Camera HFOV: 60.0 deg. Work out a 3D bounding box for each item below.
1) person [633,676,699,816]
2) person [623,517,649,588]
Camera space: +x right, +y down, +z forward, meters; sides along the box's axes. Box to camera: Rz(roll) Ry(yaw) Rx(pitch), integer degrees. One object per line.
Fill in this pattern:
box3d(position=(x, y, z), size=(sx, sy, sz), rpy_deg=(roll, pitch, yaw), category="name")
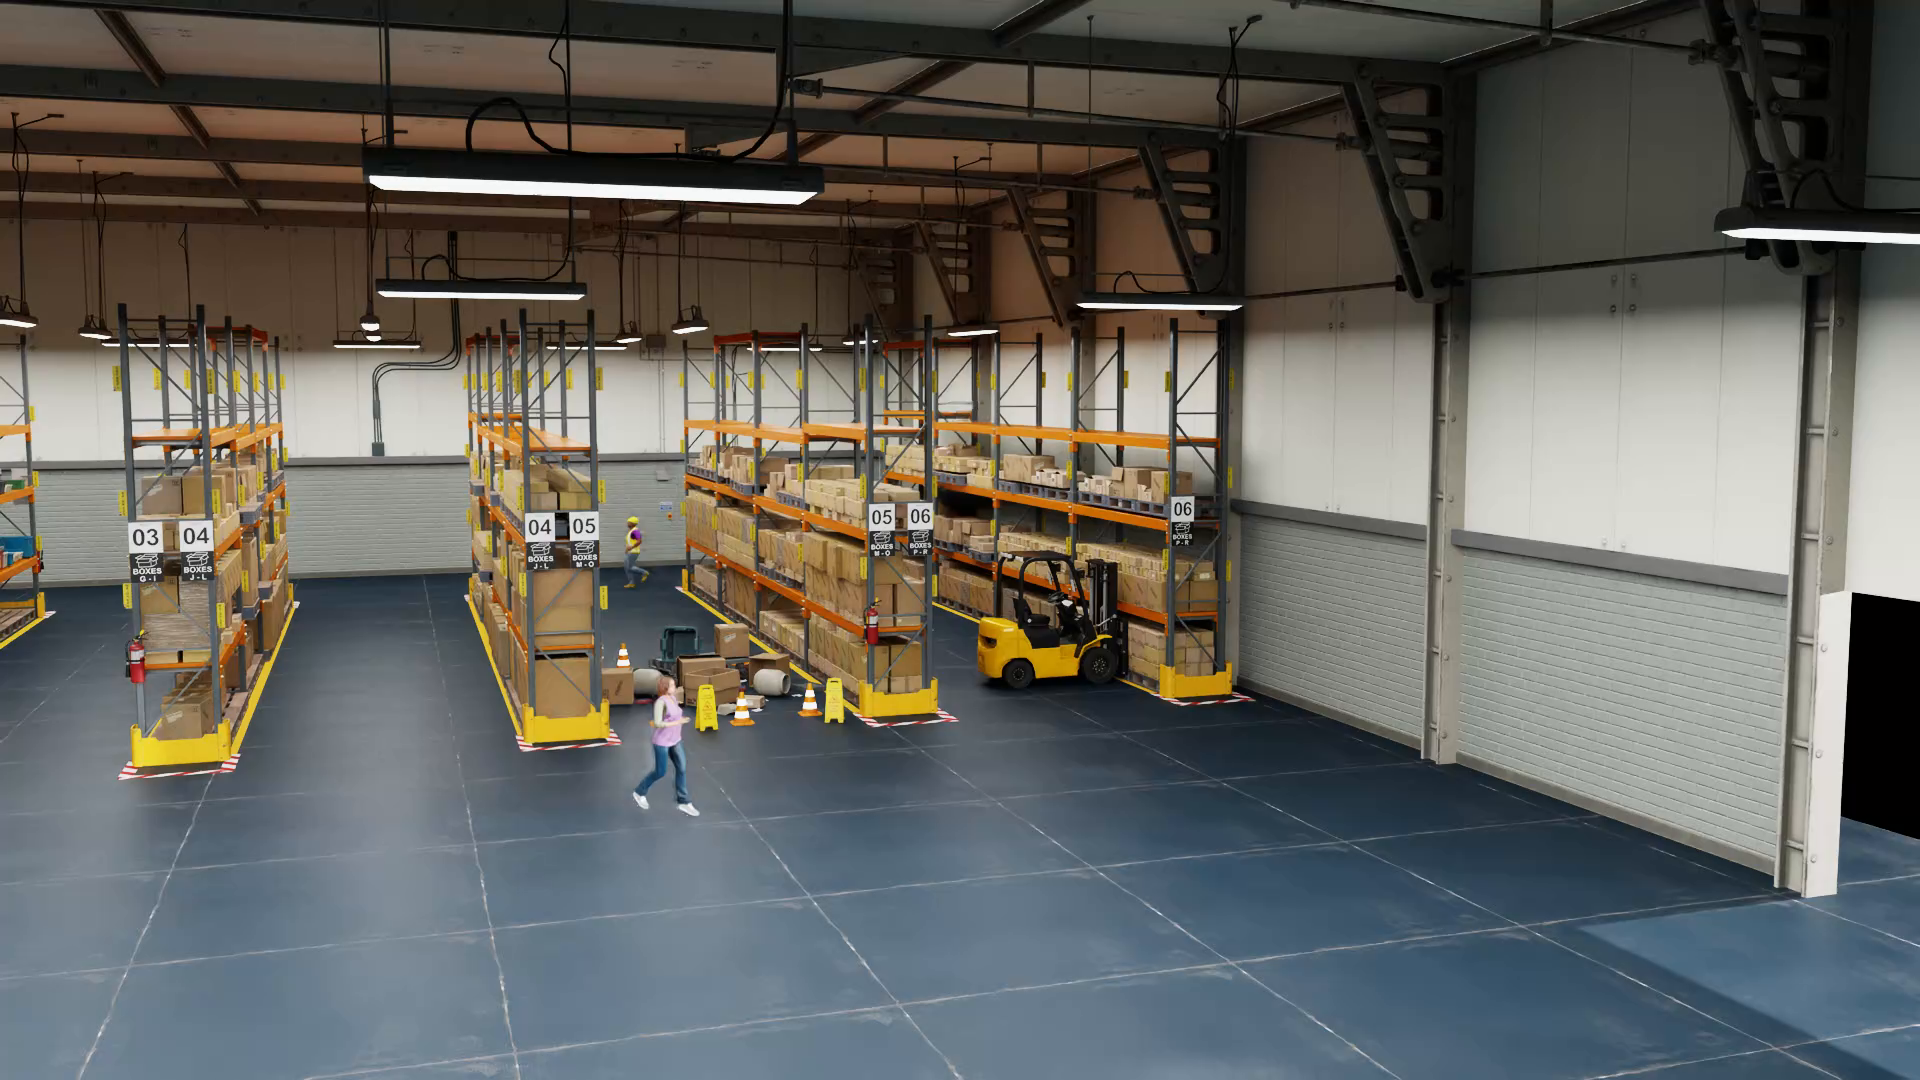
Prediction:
box3d(position=(-3.408, 2.365, 19.211), size=(0.830, 1.610, 0.575), rpy_deg=(2, 6, 20), category="person")
box3d(position=(-7.920, 0.300, 40.574), size=(0.640, 1.736, 0.694), rpy_deg=(-2, 6, -22), category="person")
